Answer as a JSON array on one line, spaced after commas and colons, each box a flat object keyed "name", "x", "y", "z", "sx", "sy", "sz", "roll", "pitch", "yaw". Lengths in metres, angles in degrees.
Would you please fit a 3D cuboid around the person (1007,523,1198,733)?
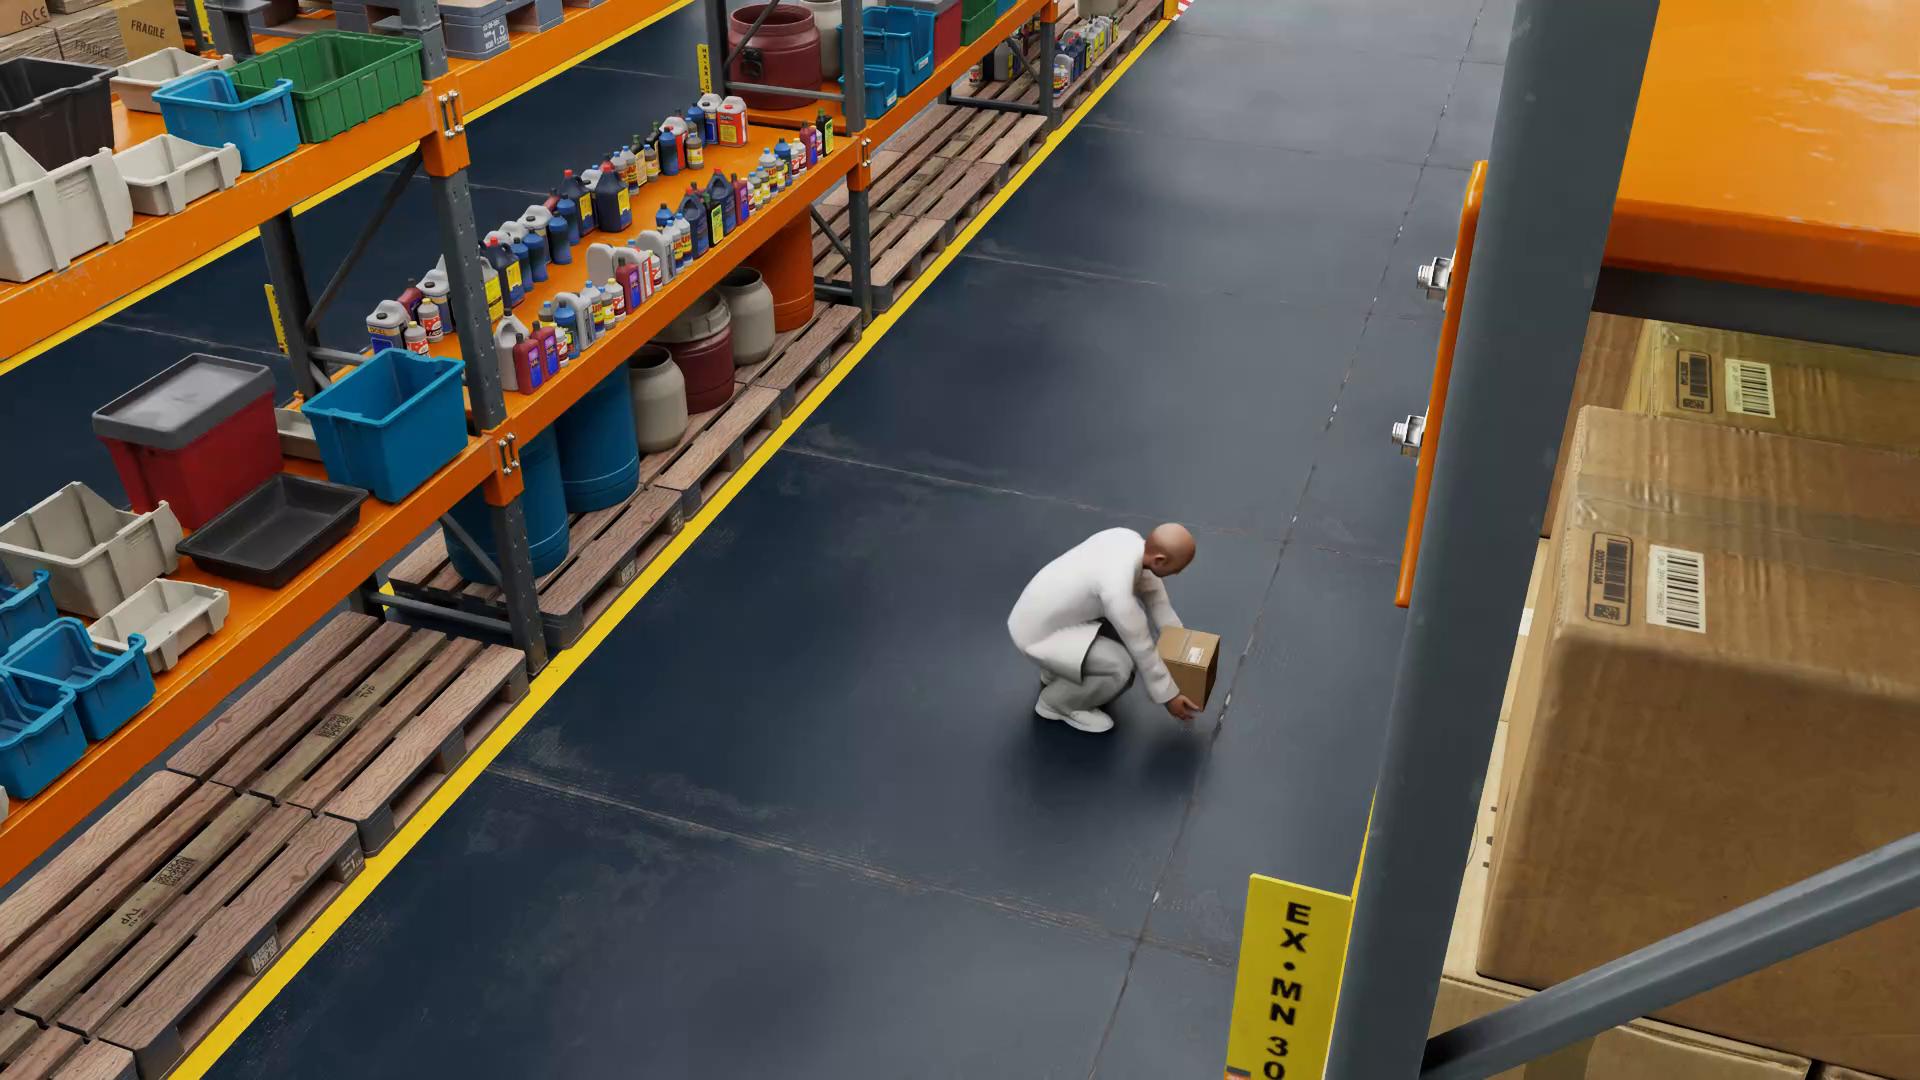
[{"name": "person", "x": 0.661, "y": 0.359, "z": 7.328, "sx": 0.909, "sy": 0.993, "sz": 0.582, "roll": 10, "pitch": 34, "yaw": 16}]
